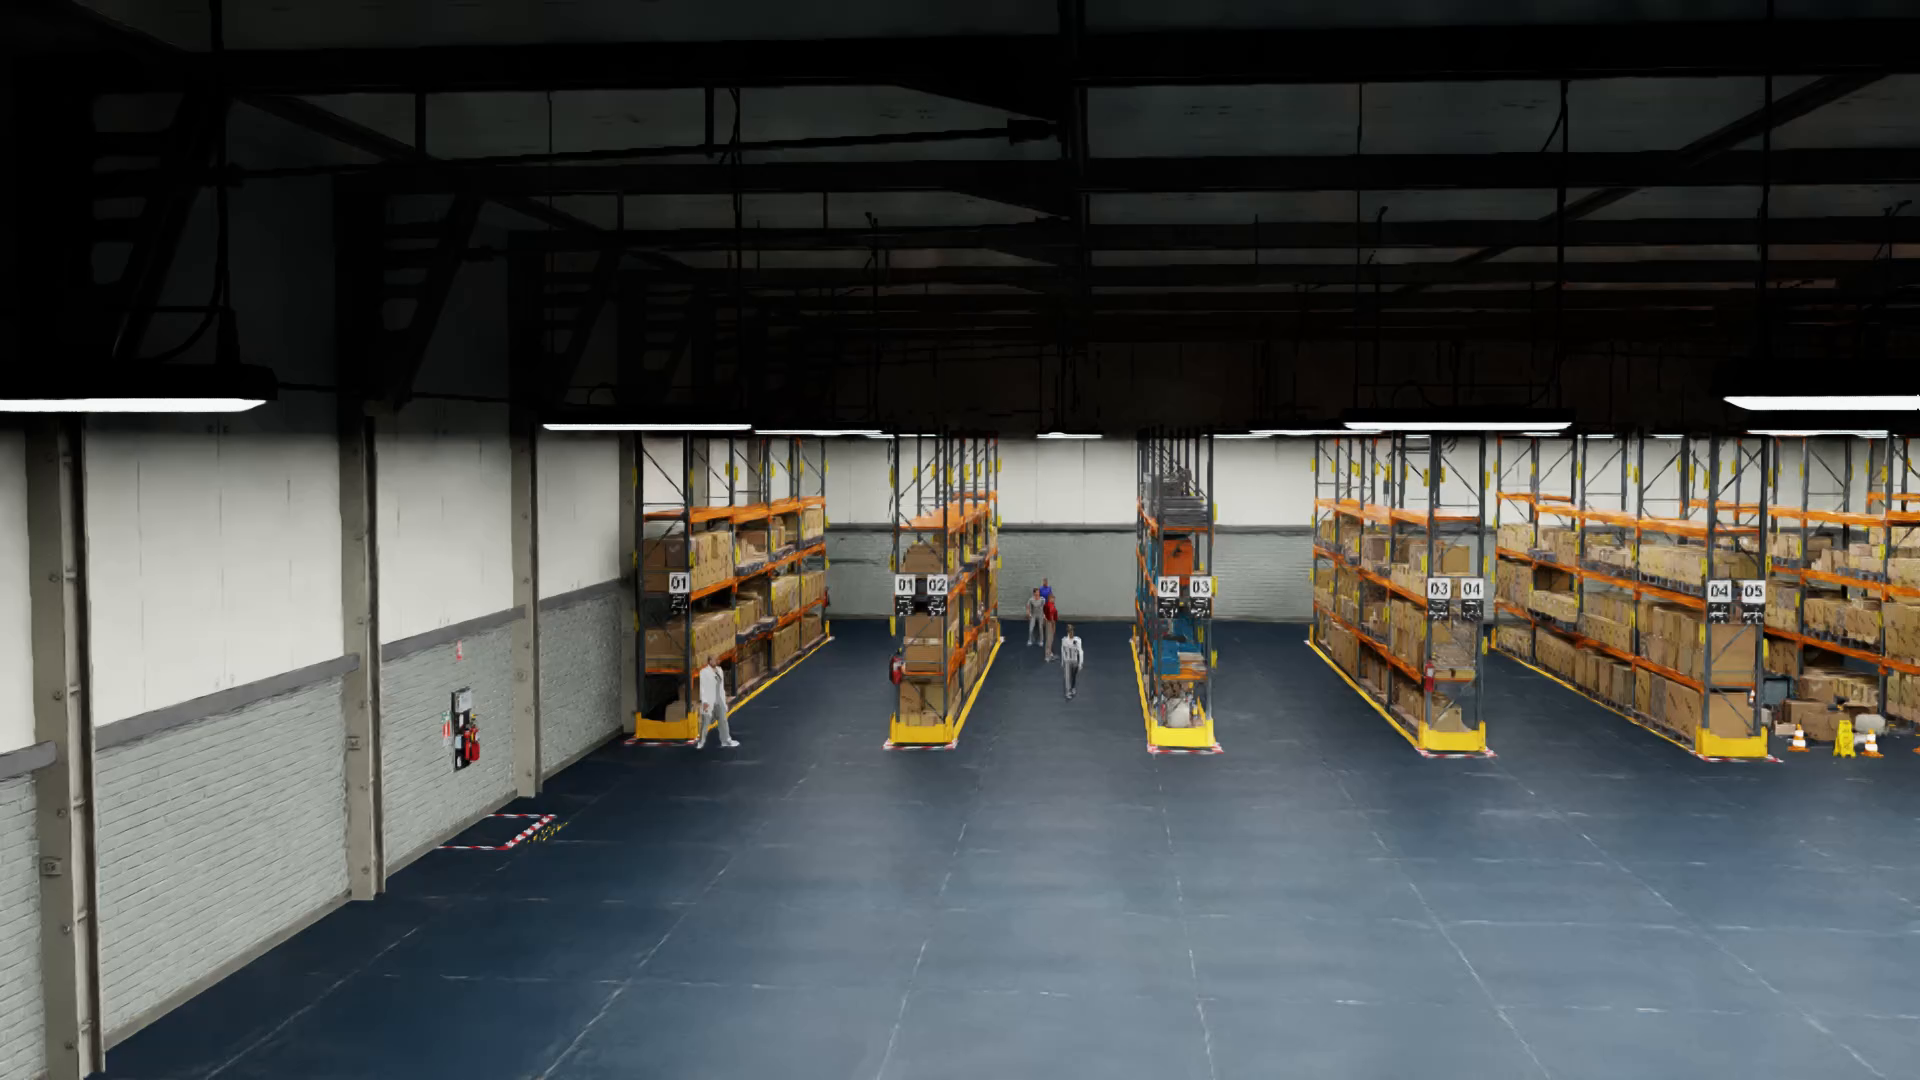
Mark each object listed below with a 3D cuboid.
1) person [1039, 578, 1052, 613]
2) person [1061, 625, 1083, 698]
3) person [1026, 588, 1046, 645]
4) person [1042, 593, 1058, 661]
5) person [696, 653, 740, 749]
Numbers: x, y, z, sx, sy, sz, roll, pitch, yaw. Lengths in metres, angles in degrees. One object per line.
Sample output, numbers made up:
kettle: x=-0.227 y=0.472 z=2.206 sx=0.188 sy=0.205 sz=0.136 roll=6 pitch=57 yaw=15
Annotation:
person: x=2.554 y=1.919 z=49.991 sx=0.447 sy=1.550 sz=1.088 roll=0 pitch=3 yaw=7
person: x=2.491 y=2.679 z=36.975 sx=0.500 sy=1.625 sz=0.988 roll=0 pitch=3 yaw=4
person: x=2.143 y=2.132 z=46.442 sx=0.580 sy=1.618 sz=0.507 roll=0 pitch=3 yaw=2
person: x=2.384 y=2.245 z=43.247 sx=0.476 sy=1.738 sz=0.624 roll=-1 pitch=4 yaw=-15
person: x=-4.544 y=2.967 z=30.811 sx=0.577 sy=1.769 sz=0.771 roll=3 pitch=5 yaw=41
